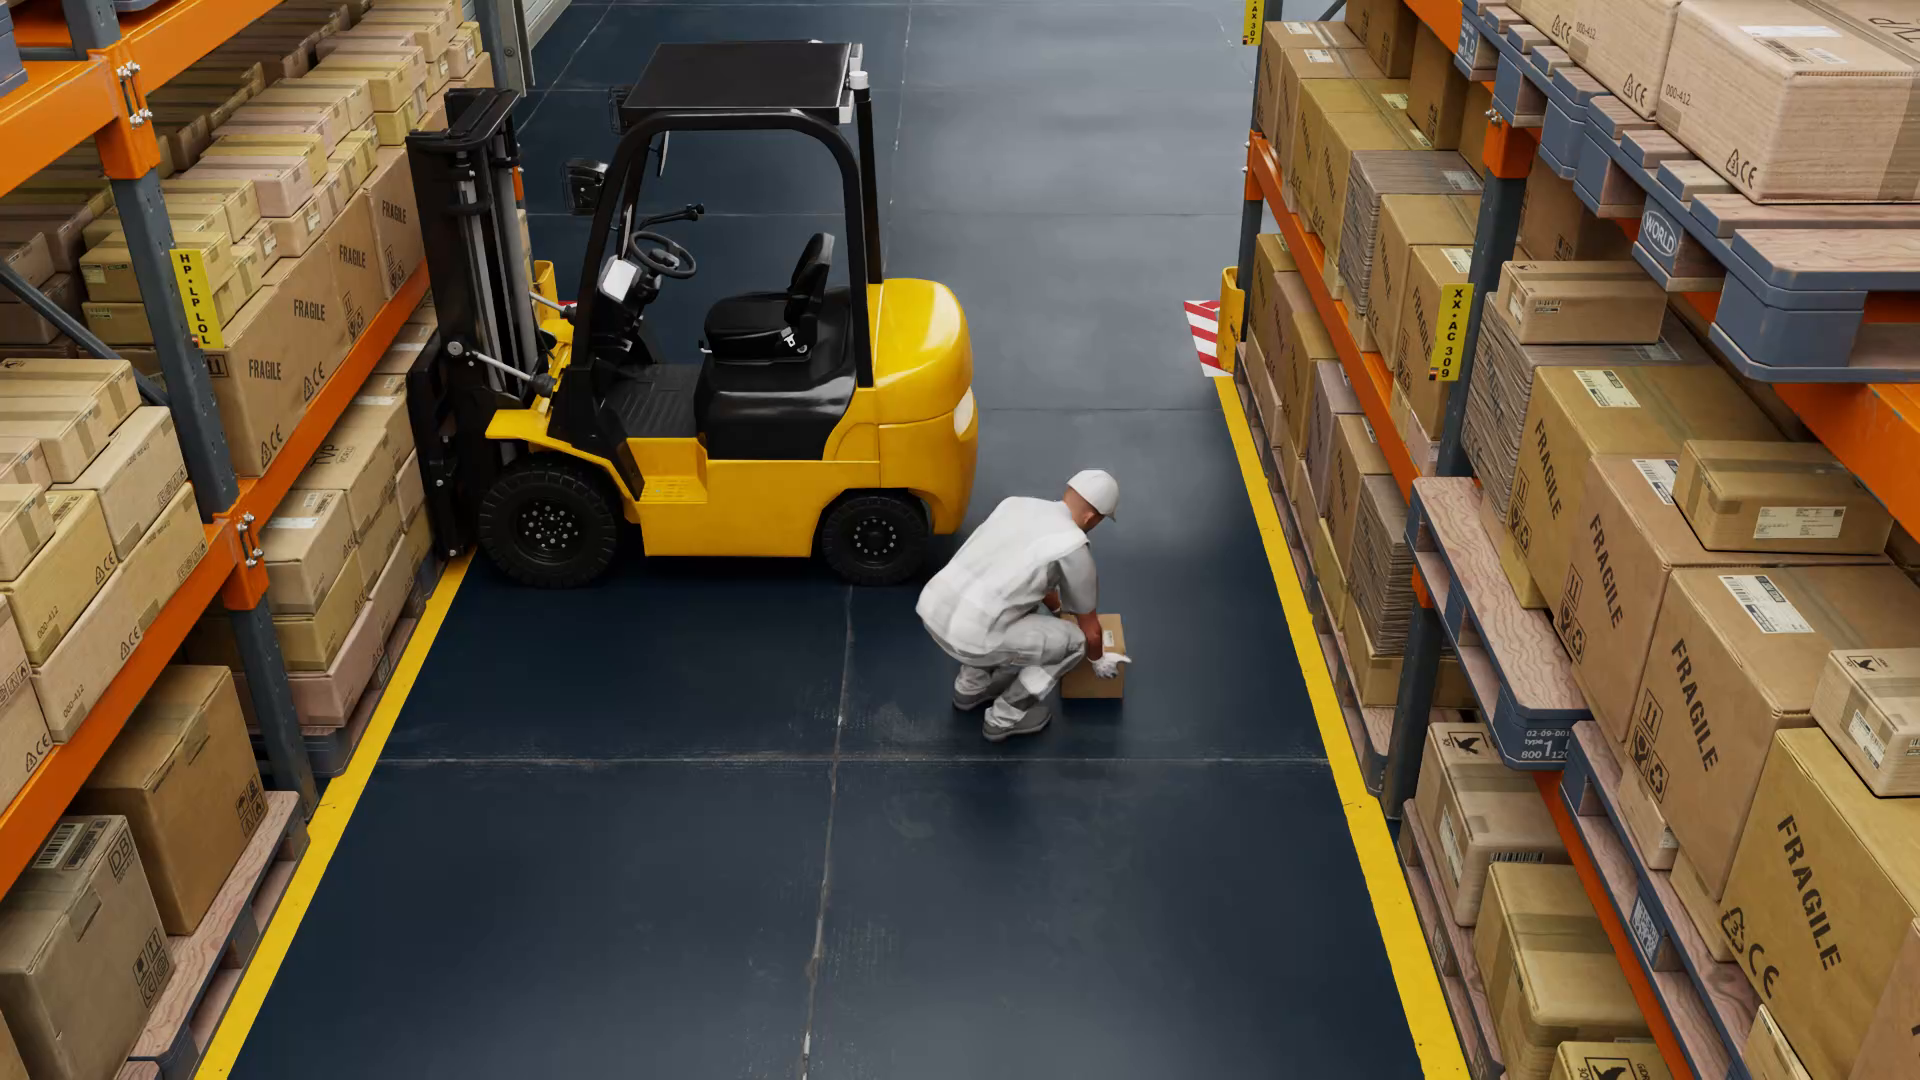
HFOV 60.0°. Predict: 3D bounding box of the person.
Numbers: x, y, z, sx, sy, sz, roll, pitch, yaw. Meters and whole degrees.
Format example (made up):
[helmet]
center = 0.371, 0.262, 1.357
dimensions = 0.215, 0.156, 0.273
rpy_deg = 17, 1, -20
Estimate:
[person]
center = 0.246, 0.243, 6.518
dimensions = 0.881, 0.956, 0.571
rpy_deg = -16, 35, -25
